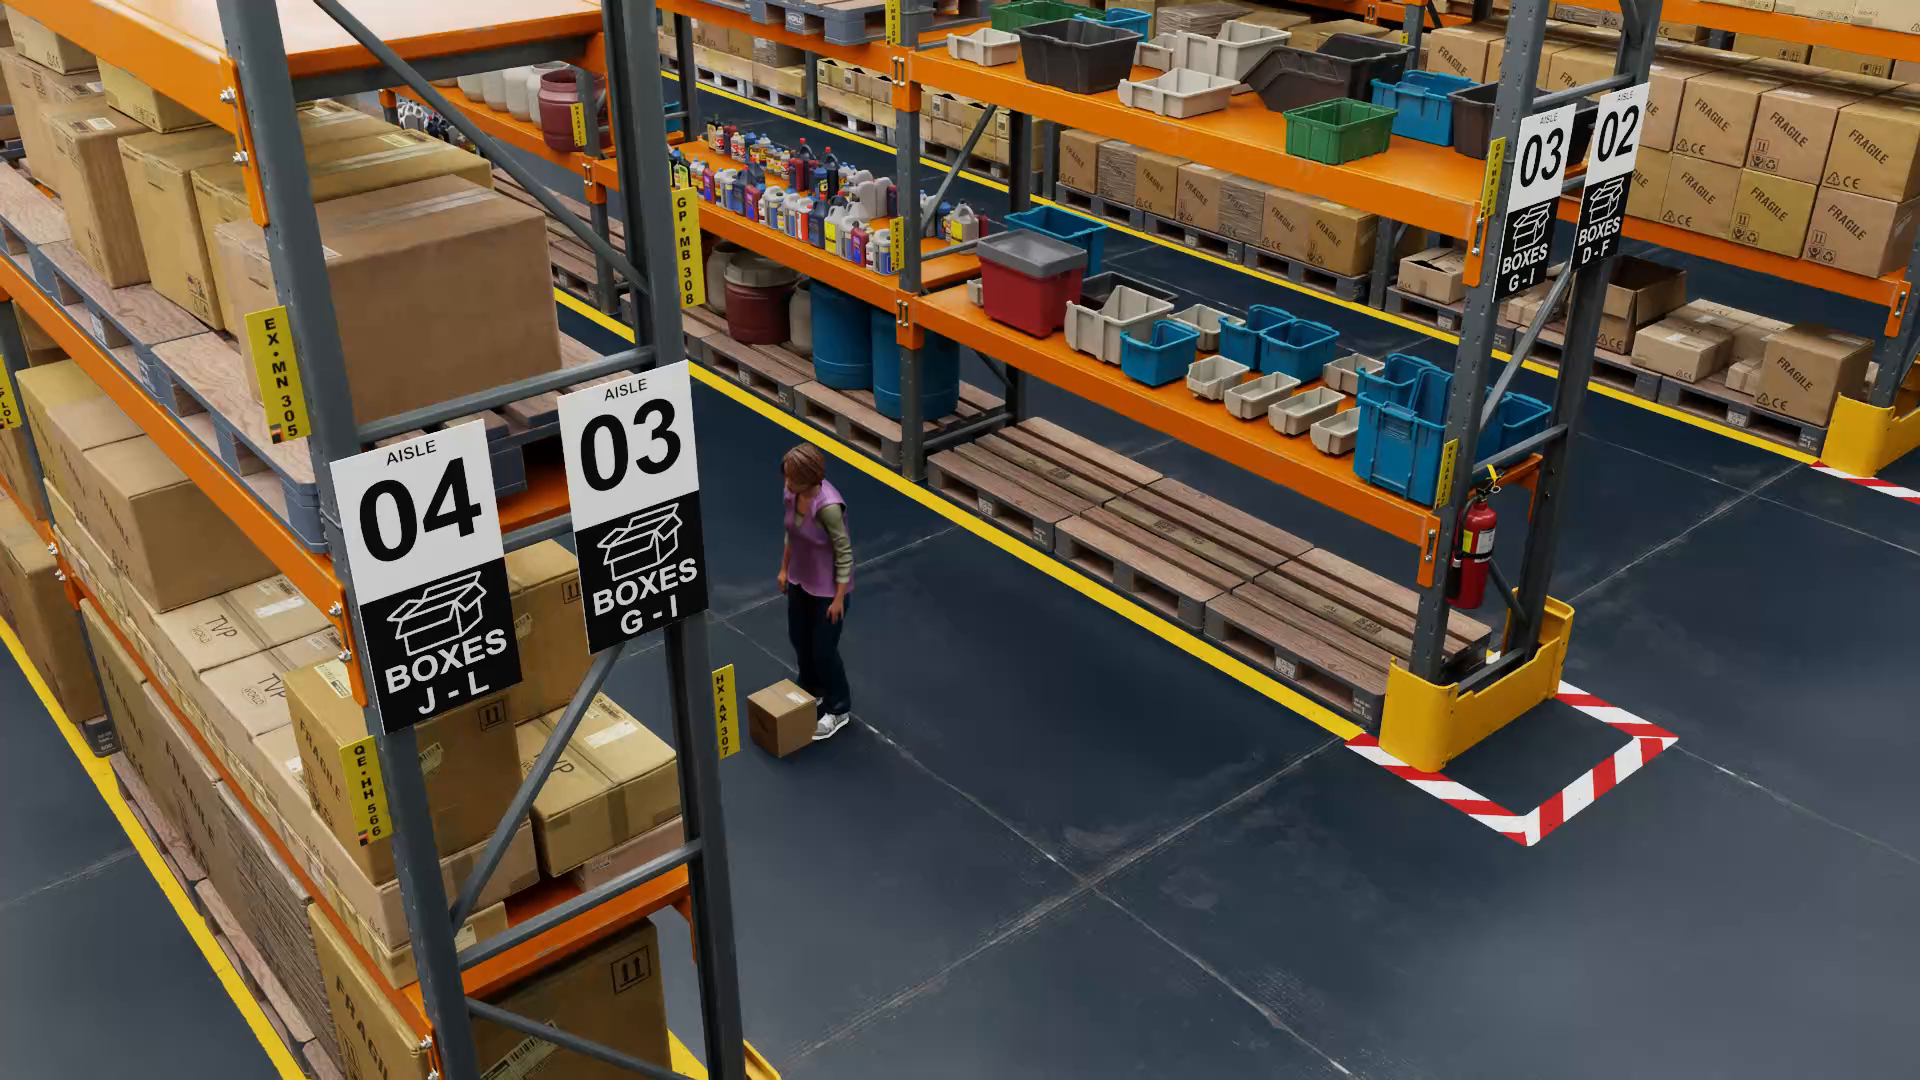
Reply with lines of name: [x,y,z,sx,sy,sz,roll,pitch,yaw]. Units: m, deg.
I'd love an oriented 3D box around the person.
person: [-0.711,0.231,8.210,0.340,1.594,0.484,-24,37,-37]
